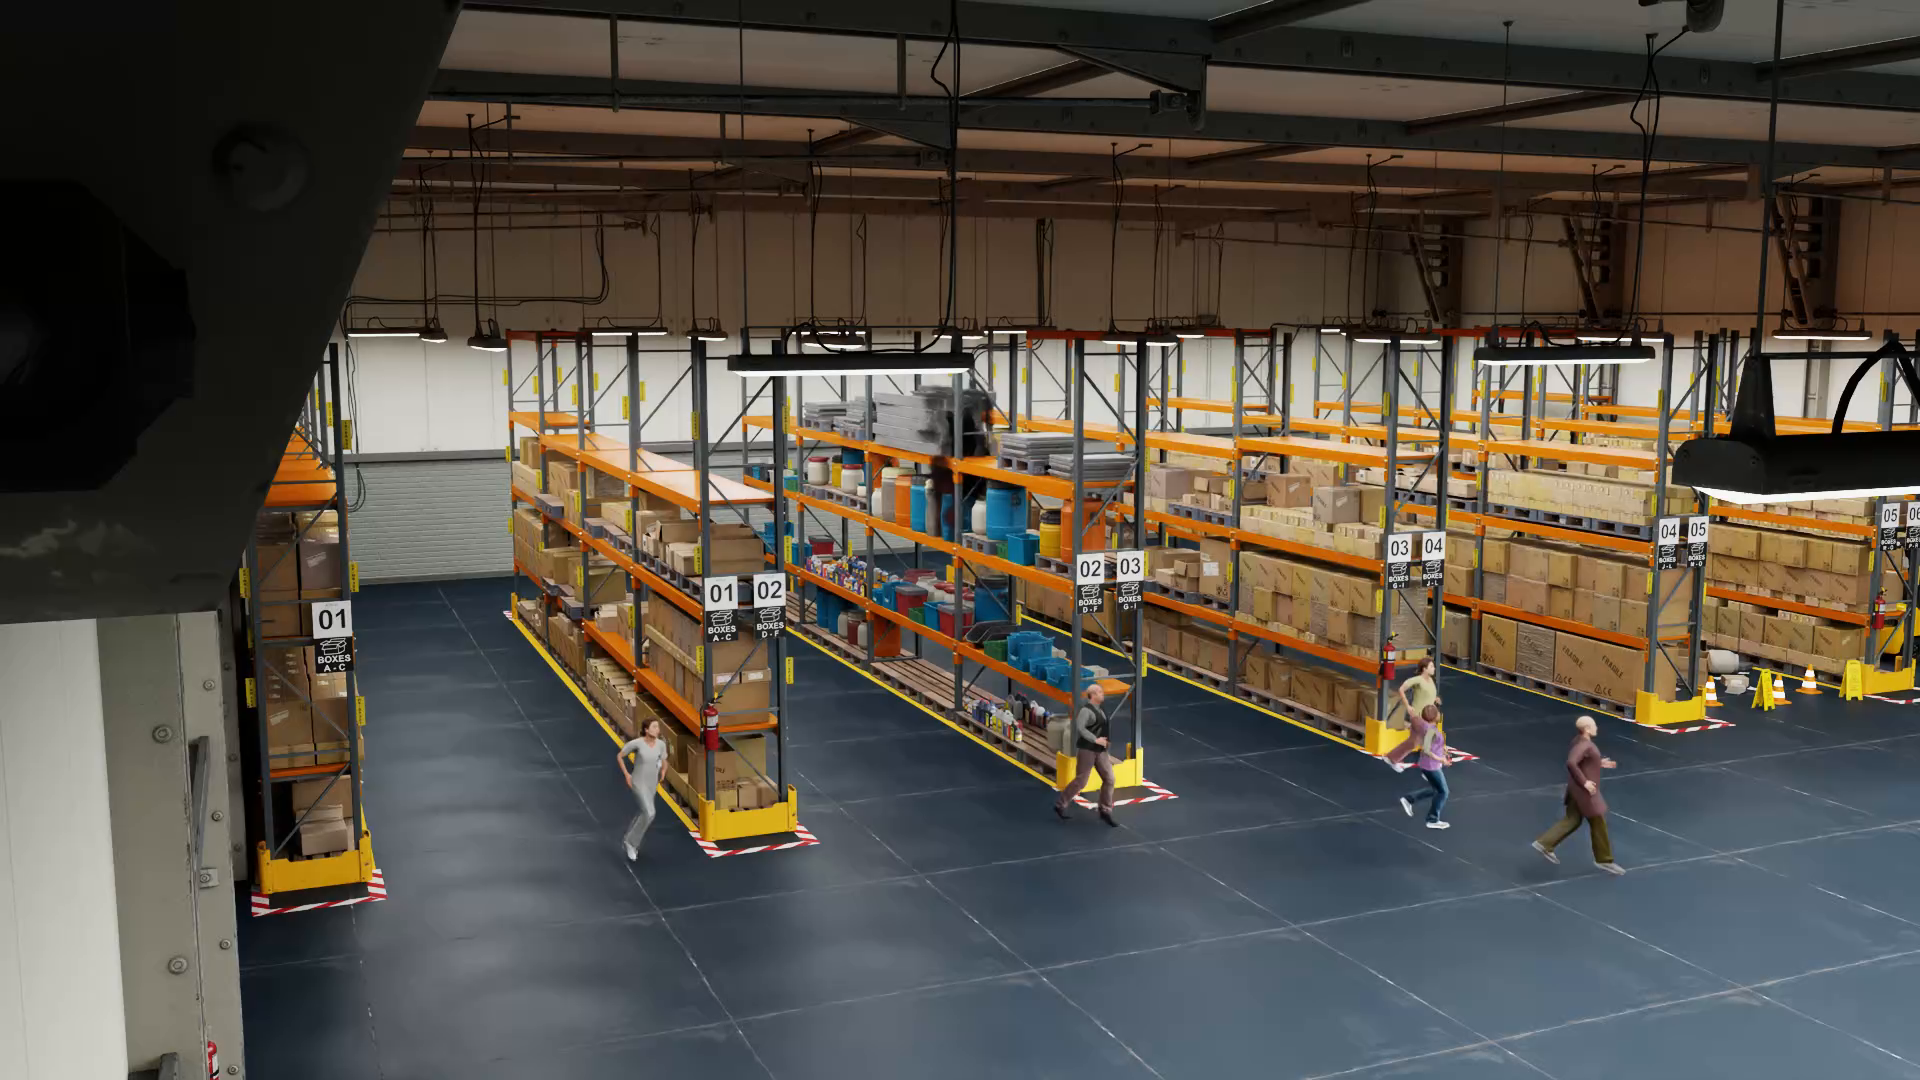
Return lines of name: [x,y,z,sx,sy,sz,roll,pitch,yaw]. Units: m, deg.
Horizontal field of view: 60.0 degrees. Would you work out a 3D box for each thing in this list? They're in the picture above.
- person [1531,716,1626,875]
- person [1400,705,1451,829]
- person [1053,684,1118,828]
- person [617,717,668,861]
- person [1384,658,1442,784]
person: [7.046,2.884,18.850,1.041,1.805,0.690,0,8,3]
person: [5.753,2.787,20.490,0.594,1.549,0.537,1,8,10]
person: [1.669,2.672,20.809,0.833,1.739,0.730,5,9,32]
person: [-3.678,2.886,19.468,0.613,1.639,0.597,7,10,42]
person: [6.285,2.430,22.725,0.906,1.678,0.594,7,10,40]
